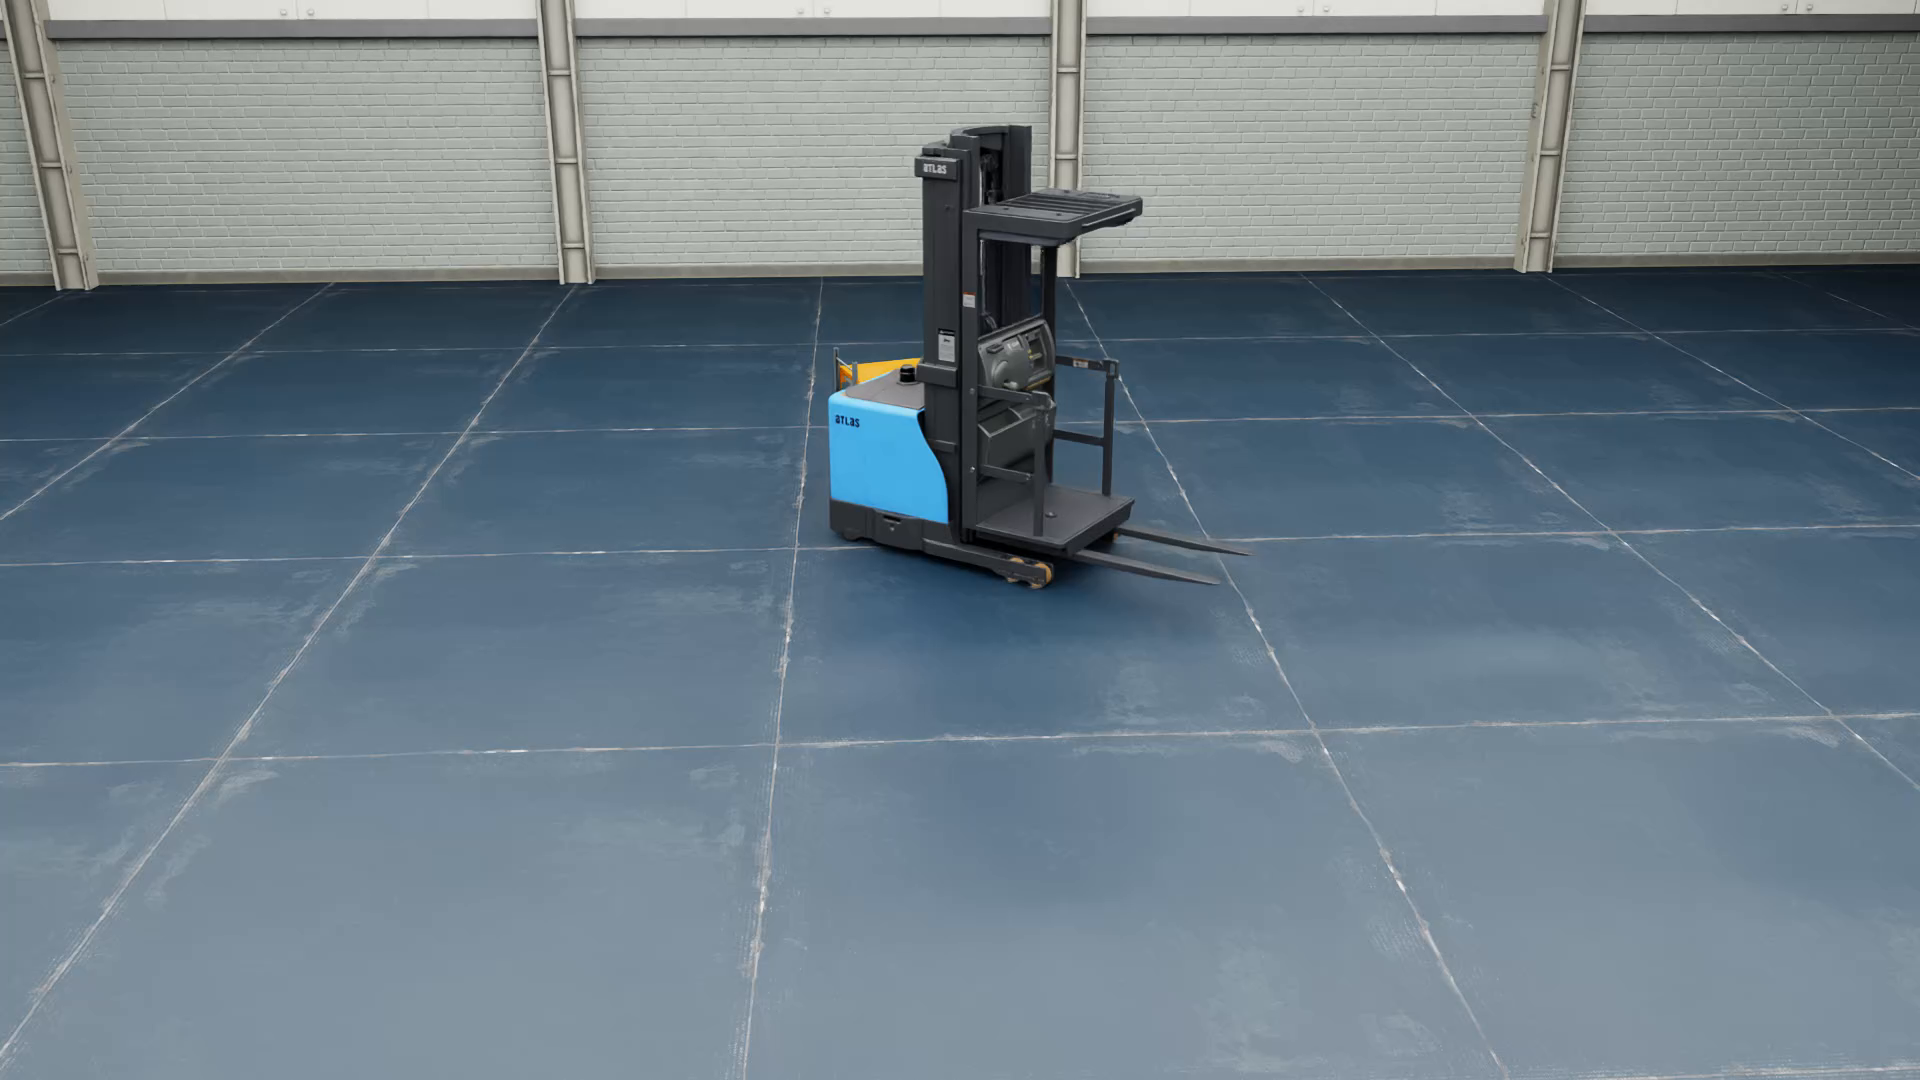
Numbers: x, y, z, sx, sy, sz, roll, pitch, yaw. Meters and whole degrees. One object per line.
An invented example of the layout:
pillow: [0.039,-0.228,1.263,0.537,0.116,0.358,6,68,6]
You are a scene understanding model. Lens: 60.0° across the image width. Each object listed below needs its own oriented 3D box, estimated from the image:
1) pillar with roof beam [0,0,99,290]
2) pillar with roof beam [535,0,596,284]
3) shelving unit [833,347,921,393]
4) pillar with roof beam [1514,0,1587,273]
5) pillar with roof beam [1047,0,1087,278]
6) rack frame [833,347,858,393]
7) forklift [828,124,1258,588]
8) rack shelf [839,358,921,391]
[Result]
pillar with roof beam: [-10.451,-5.741,14.554,0.400,9.000,9.100,-1,21,-3]
pillar with roof beam: [-4.461,-5.863,14.874,0.400,9.000,9.100,-1,21,-3]
shelving unit: [-0.401,-0.949,13.032,1.048,1.125,0.538,-8,22,-20]
pillar with roof beam: [7.519,-6.107,15.514,0.400,9.000,9.100,-1,21,-3]
pillar with roof beam: [1.529,-5.985,15.194,0.400,9.000,9.100,-1,21,-3]
rack frame: [-0.873,-0.882,12.856,0.032,1.125,0.500,-8,22,-20]
forklift: [0.565,-1.260,11.311,3.031,2.935,1.130,13,24,30]
rack shelf: [-0.401,-1.222,12.928,1.000,0.278,0.538,-8,22,-20]
